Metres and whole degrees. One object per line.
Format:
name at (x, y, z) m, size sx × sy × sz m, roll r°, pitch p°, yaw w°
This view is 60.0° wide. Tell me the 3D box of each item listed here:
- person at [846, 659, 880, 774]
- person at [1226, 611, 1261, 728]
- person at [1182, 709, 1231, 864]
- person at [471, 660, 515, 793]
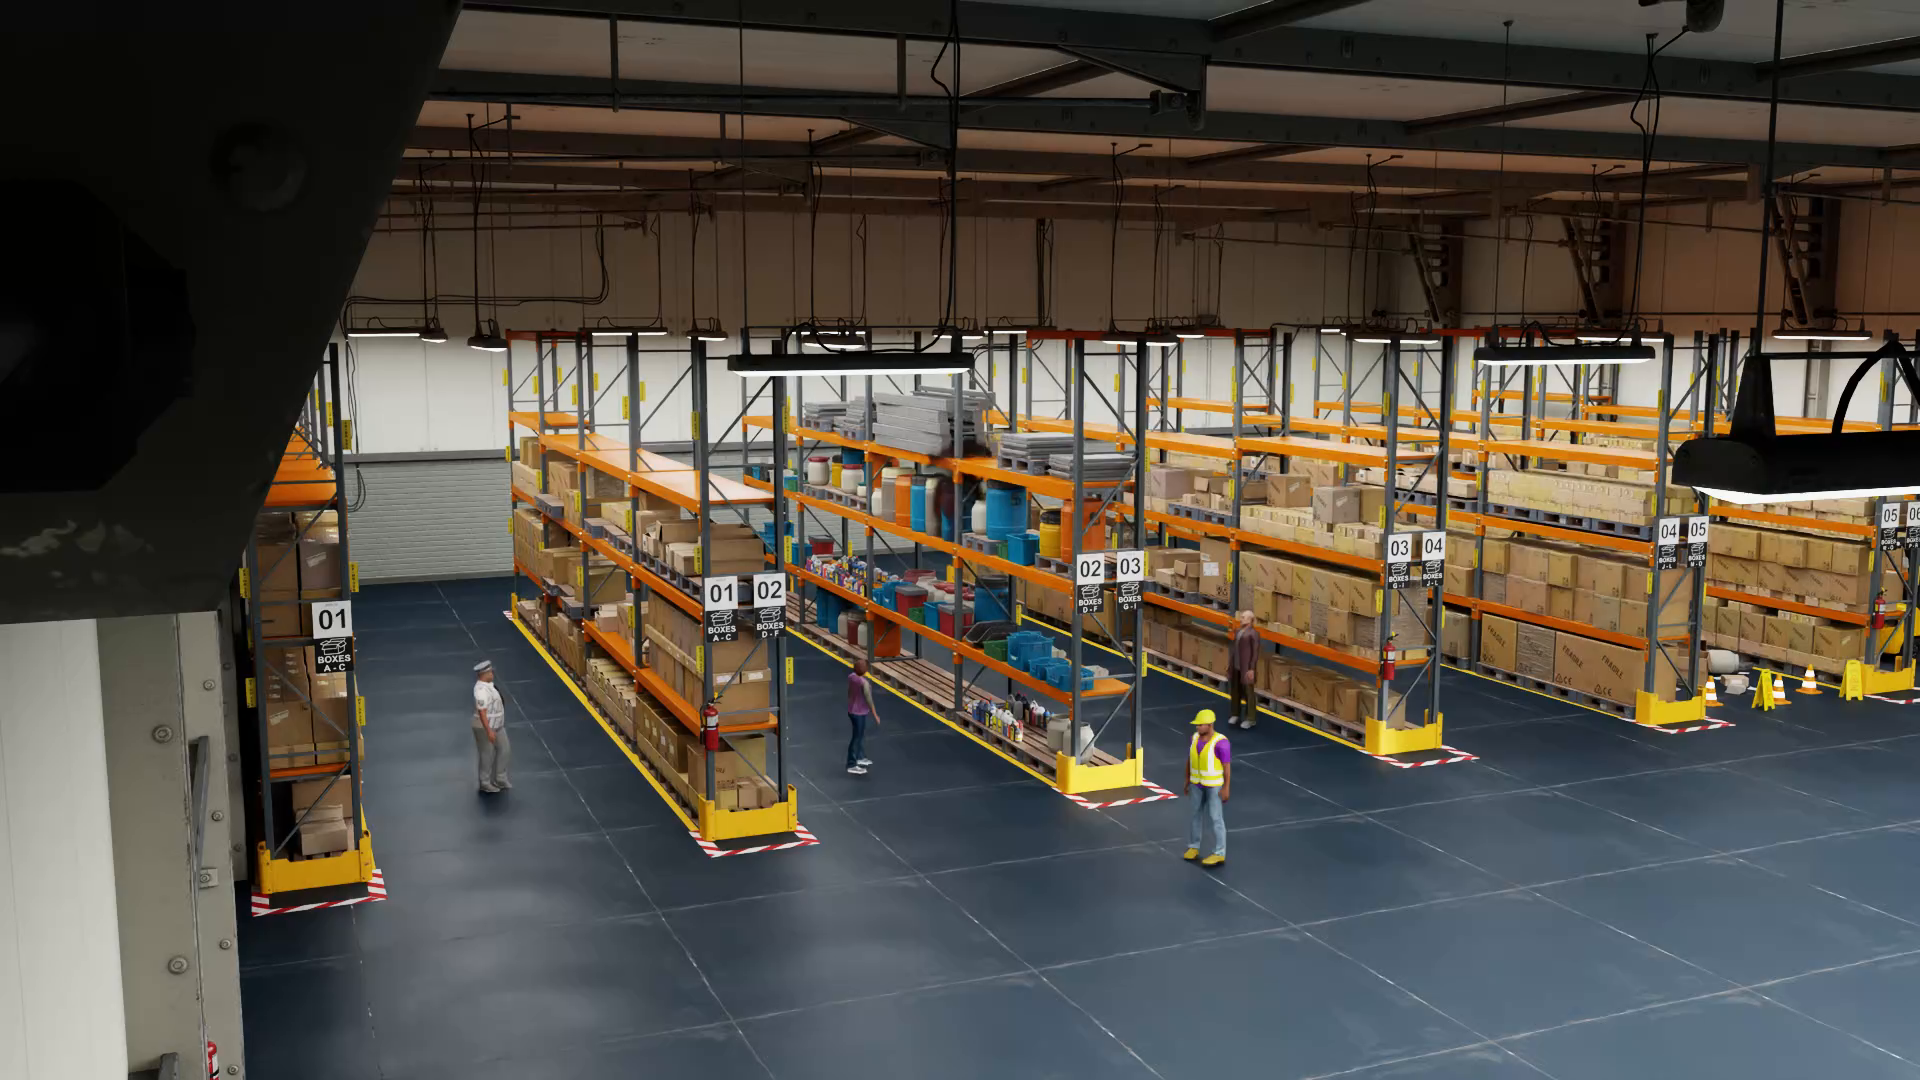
person at (-1.377, 2.413, 23.033) m, size 0.540 × 1.600 × 0.556 m, roll -4°, pitch 9°, yaw -26°
person at (4.349, 2.065, 25.594) m, size 0.427 × 1.595 × 0.614 m, roll -6°, pitch 10°, yaw -38°
person at (2.827, 2.836, 19.276) m, size 0.604 × 1.771 × 0.429 m, roll 7°, pitch 11°, yaw 43°
person at (-6.240, 2.498, 22.082) m, size 0.480 × 1.826 × 0.564 m, roll 2°, pitch 8°, yaw 17°
